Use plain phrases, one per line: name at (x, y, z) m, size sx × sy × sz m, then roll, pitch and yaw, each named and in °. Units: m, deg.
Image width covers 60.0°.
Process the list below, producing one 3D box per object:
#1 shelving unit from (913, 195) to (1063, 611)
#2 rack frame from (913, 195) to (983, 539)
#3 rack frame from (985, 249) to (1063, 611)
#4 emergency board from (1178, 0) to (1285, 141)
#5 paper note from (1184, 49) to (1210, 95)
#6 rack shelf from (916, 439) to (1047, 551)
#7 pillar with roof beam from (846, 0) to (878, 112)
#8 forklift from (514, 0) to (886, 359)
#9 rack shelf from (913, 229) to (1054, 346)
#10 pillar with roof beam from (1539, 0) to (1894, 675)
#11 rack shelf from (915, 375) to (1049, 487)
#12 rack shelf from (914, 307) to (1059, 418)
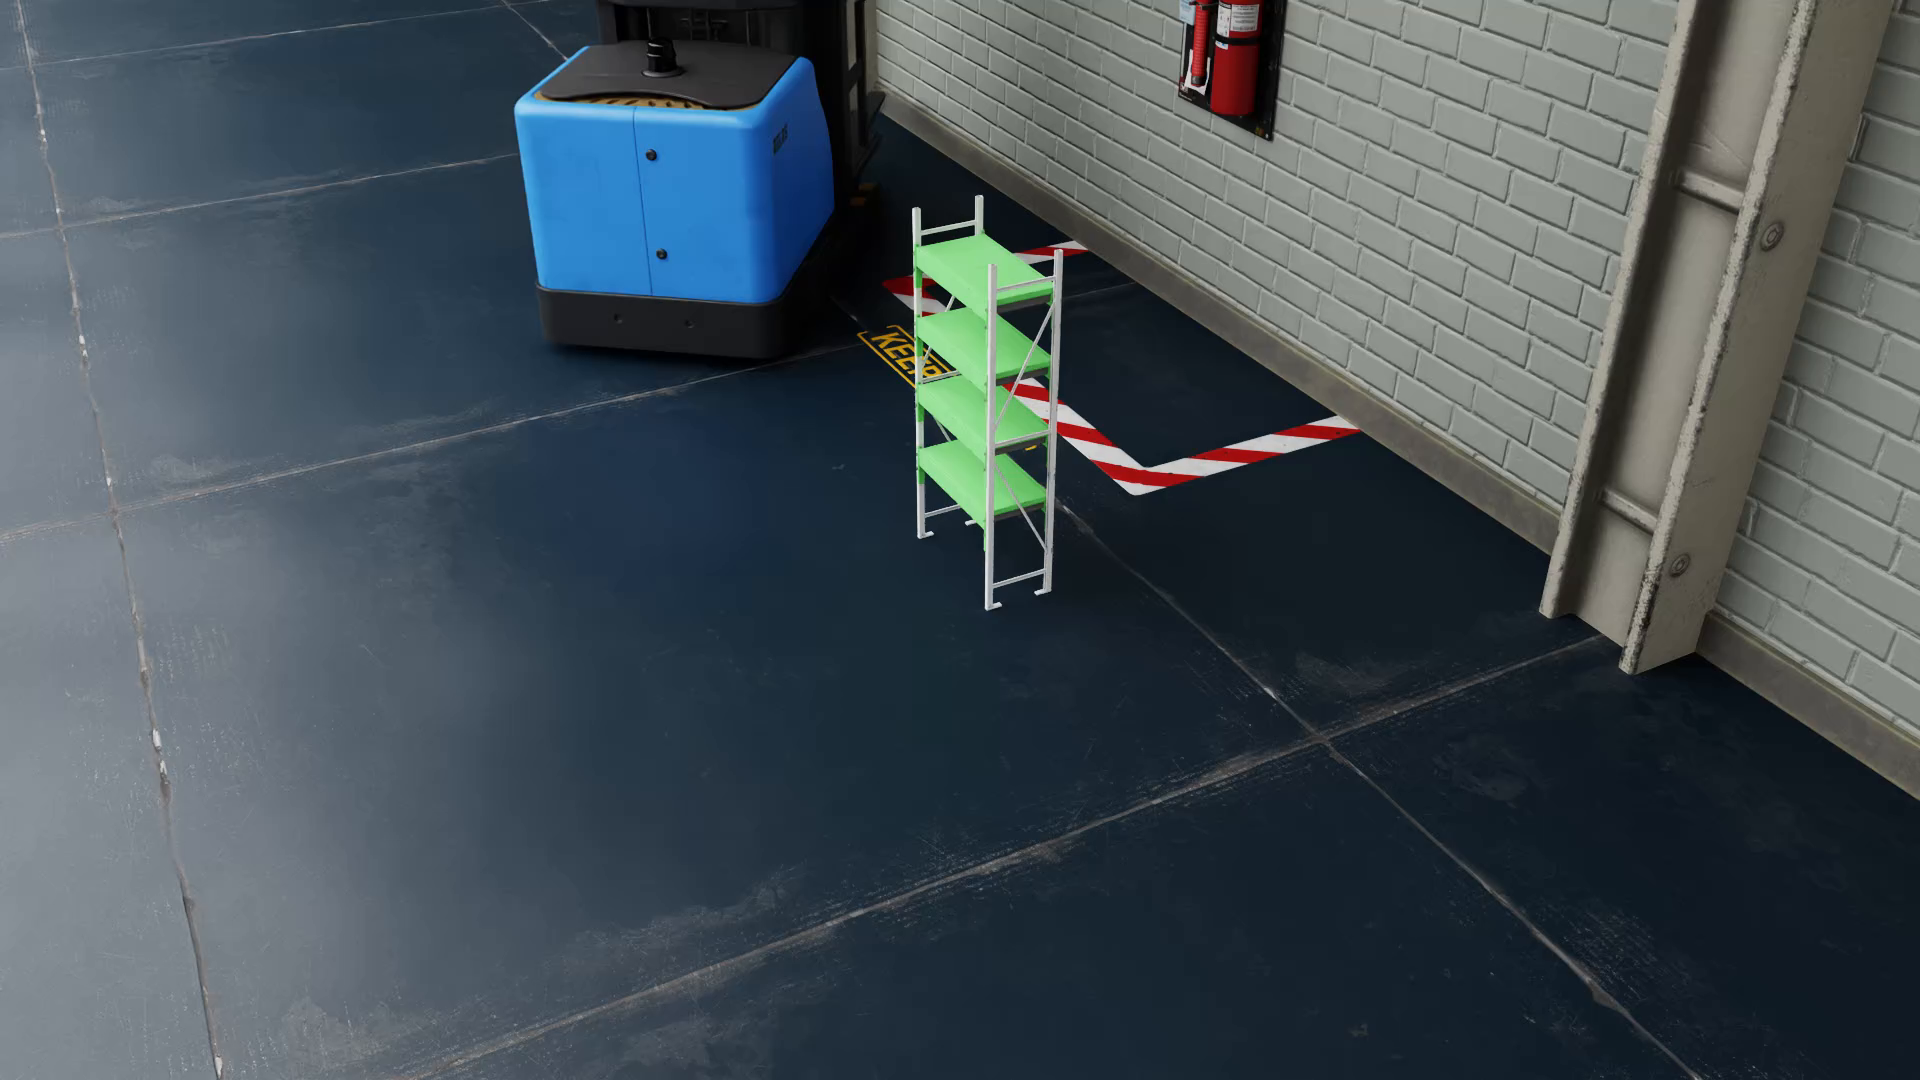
shelving unit at (0.077, -0.426, 5.303) m, size 0.258 × 1.200 × 0.503 m, roll -16°, pitch 36°, yaw -23°
rack frame at (-0.037, -0.543, 5.485) m, size 0.240 × 1.200 × 0.015 m, roll -16°, pitch 36°, yaw -23°
rack frame at (0.191, -0.310, 5.121) m, size 0.240 × 1.200 × 0.015 m, roll -16°, pitch 36°, yaw -23°
emergency board at (0.984, -2.169, 6.354) m, size 0.194 × 1.169 × 0.643 m, roll -16°, pitch 36°, yaw -23°
paper note at (0.963, -1.899, 6.751) m, size 0.016 × 0.148 × 0.142 m, roll -16°, pitch 36°, yaw -23°
rack shelf at (0.077, -0.170, 5.467) m, size 0.258 × 0.148 × 0.480 m, roll -16°, pitch 36°, yaw -23°
pillar with roof beam at (-4.503, -5.286, 5.659) m, size 9.100 × 9.000 × 0.400 m, roll -16°, pitch 36°, yaw -23°
forklift at (-0.997, -2.753, 7.331) m, size 1.130 × 2.935 × 3.031 m, roll 5°, pitch 33°, yaw 8°
rack shelf at (0.077, -0.777, 5.079) m, size 0.258 × 0.148 × 0.480 m, roll -16°, pitch 36°, yaw -23°
pillar with roof beam at (-1.706, -2.423, 1.190) m, size 9.100 × 9.000 × 0.400 m, roll -16°, pitch 36°, yaw -23°
rack shelf at (0.077, -0.372, 5.337) m, size 0.258 × 0.148 × 0.480 m, roll -16°, pitch 36°, yaw -23°
rack shelf at (0.077, -0.574, 5.208) m, size 0.258 × 0.148 × 0.480 m, roll -16°, pitch 36°, yaw -23°
